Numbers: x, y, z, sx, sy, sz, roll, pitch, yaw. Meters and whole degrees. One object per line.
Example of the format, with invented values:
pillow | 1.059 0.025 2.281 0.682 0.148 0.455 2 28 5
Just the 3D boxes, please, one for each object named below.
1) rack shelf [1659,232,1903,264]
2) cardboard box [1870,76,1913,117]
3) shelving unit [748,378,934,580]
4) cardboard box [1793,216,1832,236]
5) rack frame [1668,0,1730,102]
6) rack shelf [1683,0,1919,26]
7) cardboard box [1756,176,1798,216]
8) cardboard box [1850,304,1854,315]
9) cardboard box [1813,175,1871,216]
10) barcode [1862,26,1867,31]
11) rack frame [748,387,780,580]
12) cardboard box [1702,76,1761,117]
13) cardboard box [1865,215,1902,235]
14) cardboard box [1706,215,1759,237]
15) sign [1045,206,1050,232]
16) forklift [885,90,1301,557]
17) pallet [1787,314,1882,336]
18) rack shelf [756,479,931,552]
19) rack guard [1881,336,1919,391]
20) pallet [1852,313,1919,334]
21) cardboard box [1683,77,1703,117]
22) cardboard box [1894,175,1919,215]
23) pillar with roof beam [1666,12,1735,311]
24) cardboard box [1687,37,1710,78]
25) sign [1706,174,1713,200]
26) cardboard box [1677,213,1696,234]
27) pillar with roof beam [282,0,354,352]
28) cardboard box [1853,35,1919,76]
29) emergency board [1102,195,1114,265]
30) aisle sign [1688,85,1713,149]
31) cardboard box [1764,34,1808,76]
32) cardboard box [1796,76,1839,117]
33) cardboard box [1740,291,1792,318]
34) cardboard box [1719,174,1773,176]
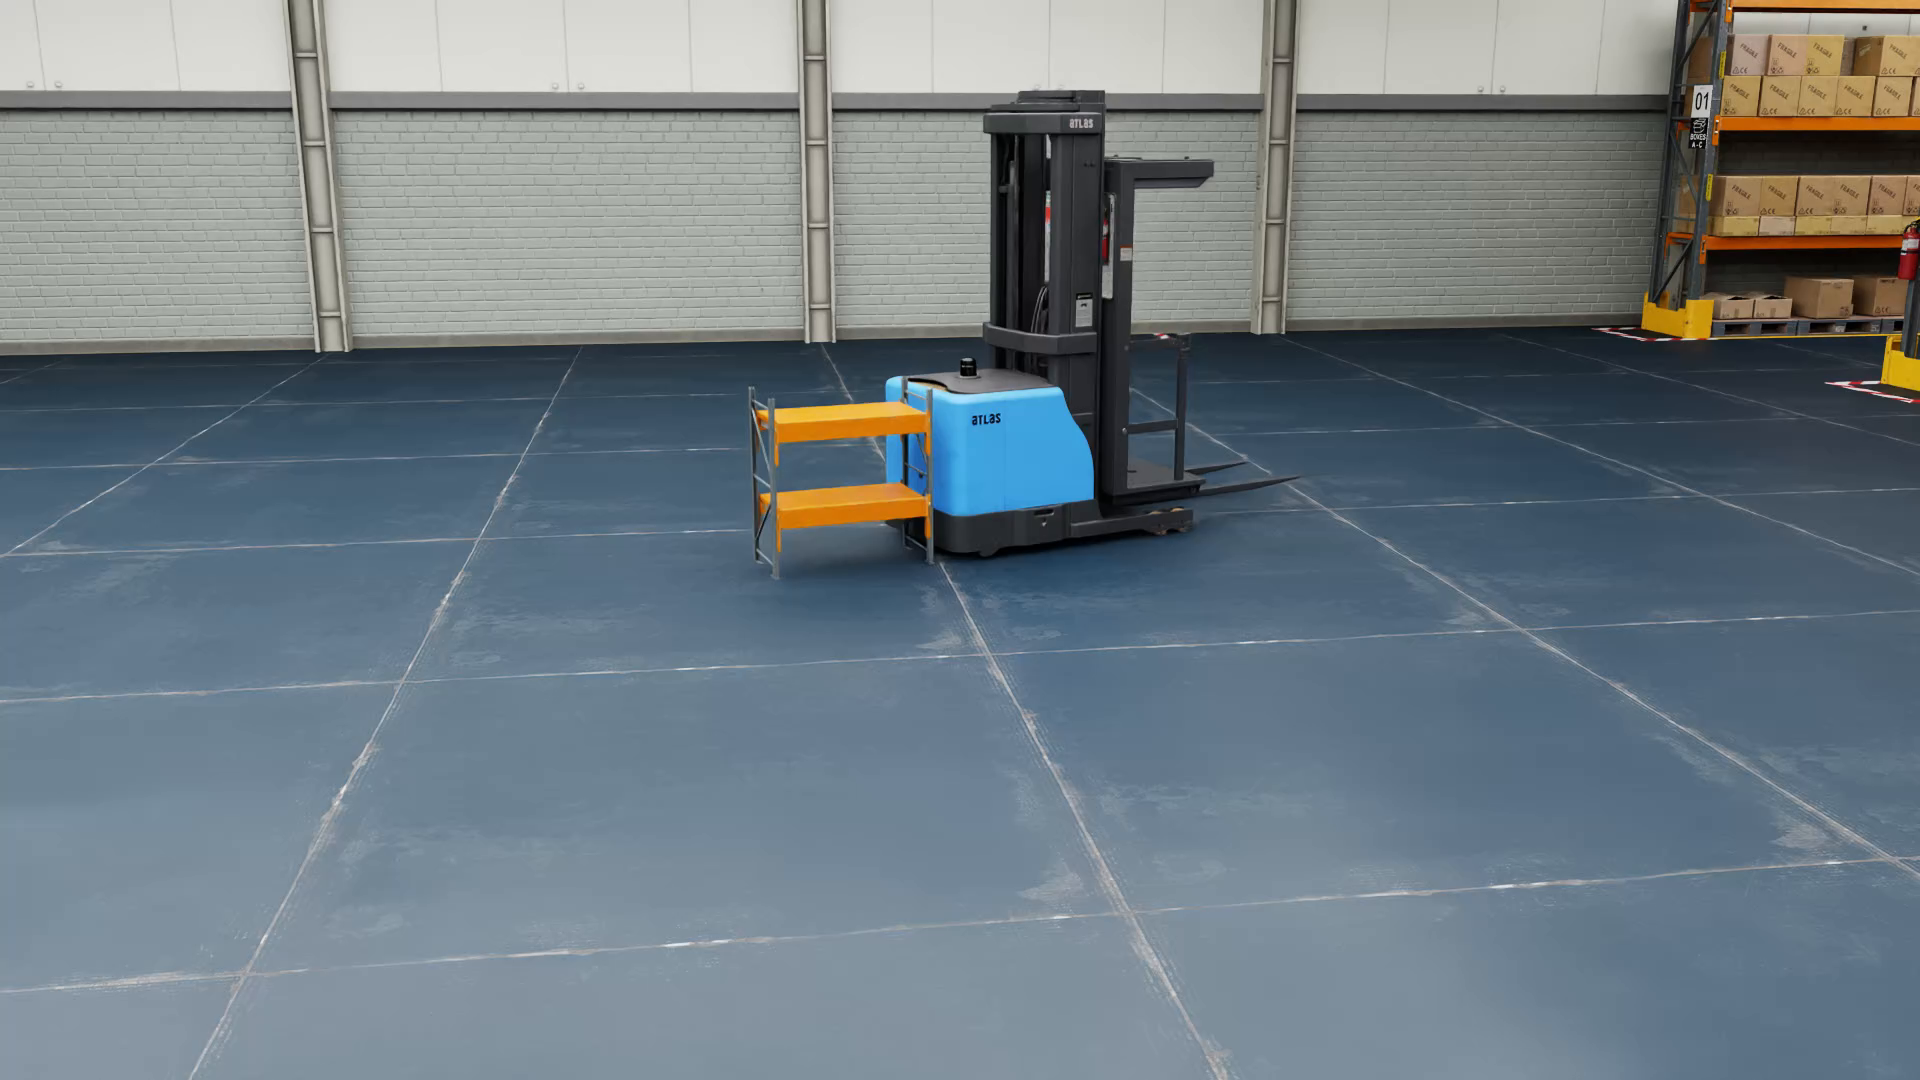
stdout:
rack shelf | 11.474 -3.945 22.266 4.000 0.370 1.077 -2 14 -8
cardboard box | 11.945 -5.758 21.600 0.500 0.500 0.500 -3 14 -11
shelving unit | -0.746 -0.400 10.505 1.048 1.125 0.538 -6 15 -21
cardboard box | 11.042 -4.139 21.828 0.500 0.250 0.500 -2 14 -9
rack frame | 9.497 -7.132 21.160 0.127 3.000 1.000 -2 14 -8
rack shelf | 11.474 -6.854 21.536 4.000 0.370 1.077 -2 14 -8
cardboard box | 10.504 -4.483 21.656 0.500 0.500 0.500 -2 14 -8
cardboard box | 11.868 -3.144 22.549 0.250 0.149 0.380 -3 14 -13
cardboard box | 11.524 -4.522 21.811 0.500 0.500 0.500 -2 14 -7
barcode | 12.014 -6.796 22.083 0.075 0.075 0.001 -2 14 -8
rack frame | -1.218 -0.354 10.322 0.032 1.125 0.500 -6 15 -21
cardboard box | 9.865 -5.687 21.318 0.500 0.500 0.500 -2 14 -7
cardboard box | 12.040 -4.176 21.972 0.500 0.250 0.500 -2 14 -9
cardboard box | 10.027 -4.100 21.671 0.500 0.250 0.500 -3 14 -10
sign | 1.116 -4.179 21.647 0.234 0.329 0.001 -2 14 -8
forklift | 1.019 -1.555 11.395 3.031 2.935 1.130 -8 16 -29
pallet | 11.584 -2.936 22.496 1.213 0.211 1.003 -2 14 -8
rack shelf | -0.746 -0.163 10.565 1.000 0.278 0.538 -6 15 -21
rack guard | 10.215 -1.817 17.439 0.348 0.500 1.175 -2 14 -8
pallet | 12.793 -2.981 22.676 1.213 0.211 1.003 -2 14 -8
cardboard box | 9.872 -5.811 21.813 0.500 0.500 0.500 -1 14 -4
cardboard box | 12.538 -4.556 21.949 0.500 0.500 0.500 -2 14 -9
pillar with roof beam | 10.701 -6.330 17.961 0.400 9.000 9.100 -2 14 -8
cardboard box | 9.884 -6.298 21.701 0.500 0.500 0.500 -1 14 -6
sign | 9.578 -4.511 21.264 0.005 0.325 0.100 -2 14 -8
cardboard box | 9.930 -4.222 22.159 0.500 0.250 0.500 -2 14 -7
pillar with roof beam | -7.098 -5.677 15.360 0.400 9.000 9.100 -2 14 -8
cardboard box | 11.942 -6.238 21.459 0.500 0.500 0.500 -3 14 -10
emergency board | 1.678 -4.157 21.633 0.643 1.169 0.194 -2 14 -8
aisle sign | 9.470 -5.408 21.275 0.004 0.787 0.394 -2 14 -8
cardboard box | 10.417 -6.181 21.235 0.500 0.500 0.500 -2 14 -9
cardboard box | 10.914 -5.718 21.441 0.500 0.500 0.500 -1 14 -6
cardboard box | 10.758 -3.155 22.259 0.500 0.311 0.500 -1 14 -4
cardboard box | 10.430 -4.606 22.149 0.500 0.500 0.500 -2 14 -8
